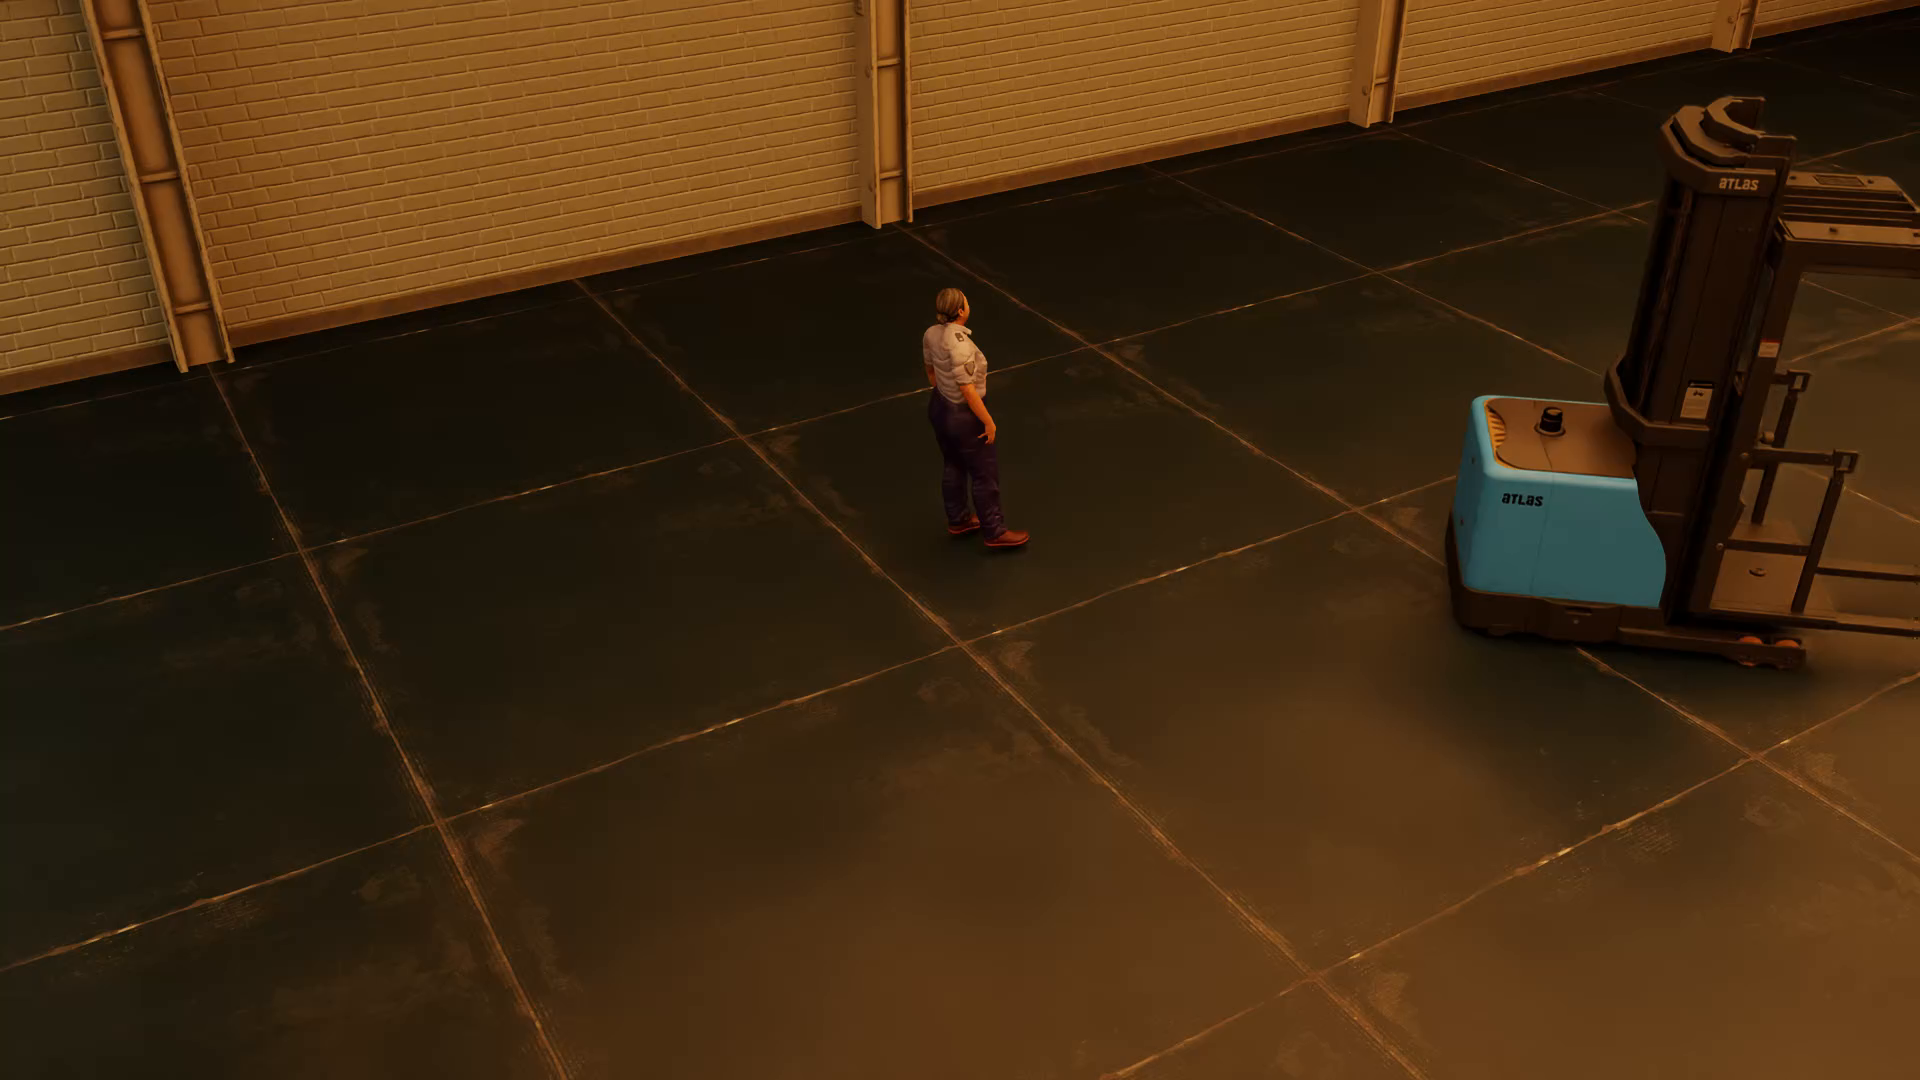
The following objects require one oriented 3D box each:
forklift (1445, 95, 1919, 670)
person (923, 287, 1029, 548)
[{"bbox_3d":[4.427,-0.829,9.031,3.031,2.935,1.130,5,31,9],"label":"forklift"},{"bbox_3d":[0.089,-0.758,10.077,0.502,1.643,0.598,-17,35,-26],"label":"person"}]
